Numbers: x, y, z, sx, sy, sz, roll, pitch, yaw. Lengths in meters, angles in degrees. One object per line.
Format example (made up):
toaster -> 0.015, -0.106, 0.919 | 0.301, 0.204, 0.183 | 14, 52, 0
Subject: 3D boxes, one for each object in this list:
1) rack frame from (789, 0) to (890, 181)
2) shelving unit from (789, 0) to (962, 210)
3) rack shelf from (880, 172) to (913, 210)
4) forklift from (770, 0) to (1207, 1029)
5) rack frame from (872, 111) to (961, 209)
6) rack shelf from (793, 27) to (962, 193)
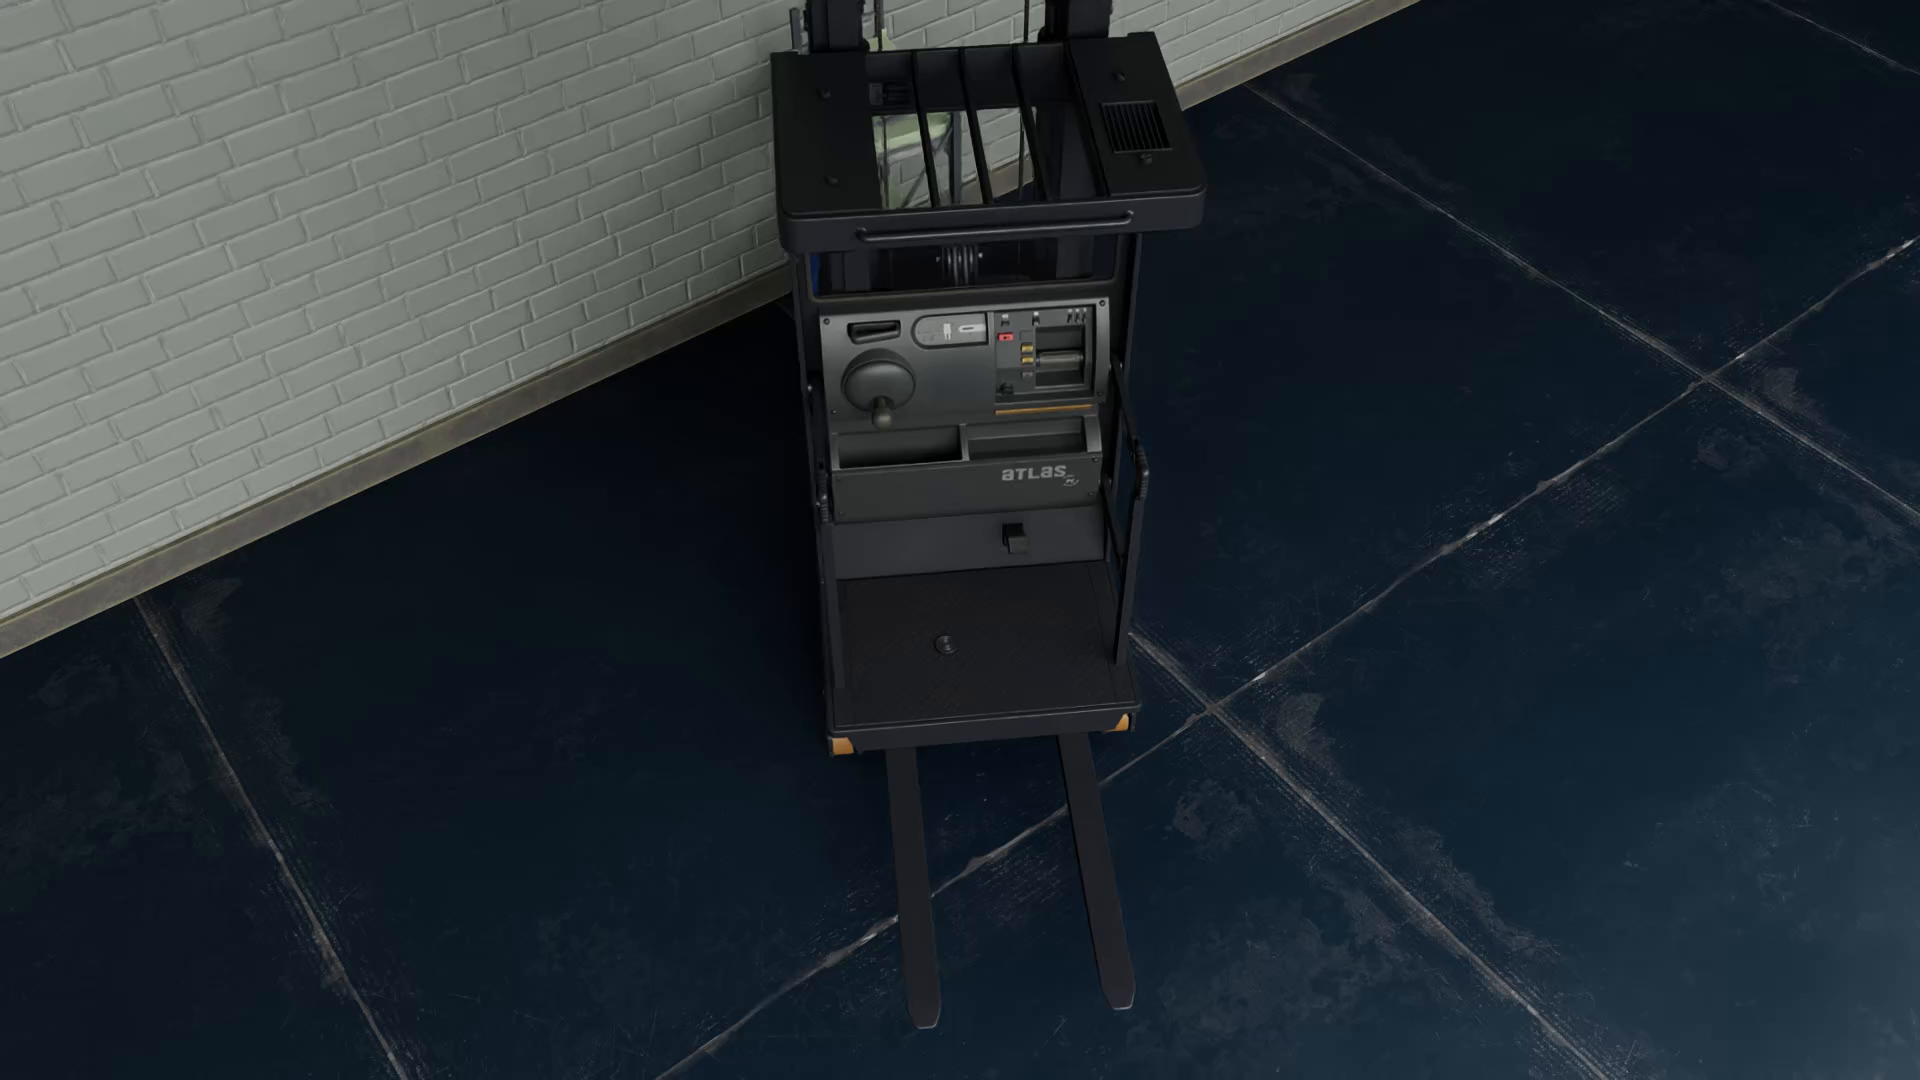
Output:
rack frame -> -0.498, -1.678, 7.257 | 0.400, 1.500, 0.023 | -20, 51, -17
shelving unit -> -0.339, -1.433, 7.036 | 0.431, 1.500, 0.755 | -20, 51, -17
rack shelf -> -0.339, -1.214, 7.277 | 0.431, 0.370, 0.720 | -20, 51, -17
forklift -> 0.043, -0.479, 5.205 | 1.130, 2.935, 3.031 | -4, 48, -4
rack frame -> -0.180, -1.189, 6.815 | 0.400, 1.500, 0.023 | -20, 51, -17
rack shelf -> -0.339, -1.695, 6.747 | 0.431, 0.370, 0.720 | -20, 51, -17
